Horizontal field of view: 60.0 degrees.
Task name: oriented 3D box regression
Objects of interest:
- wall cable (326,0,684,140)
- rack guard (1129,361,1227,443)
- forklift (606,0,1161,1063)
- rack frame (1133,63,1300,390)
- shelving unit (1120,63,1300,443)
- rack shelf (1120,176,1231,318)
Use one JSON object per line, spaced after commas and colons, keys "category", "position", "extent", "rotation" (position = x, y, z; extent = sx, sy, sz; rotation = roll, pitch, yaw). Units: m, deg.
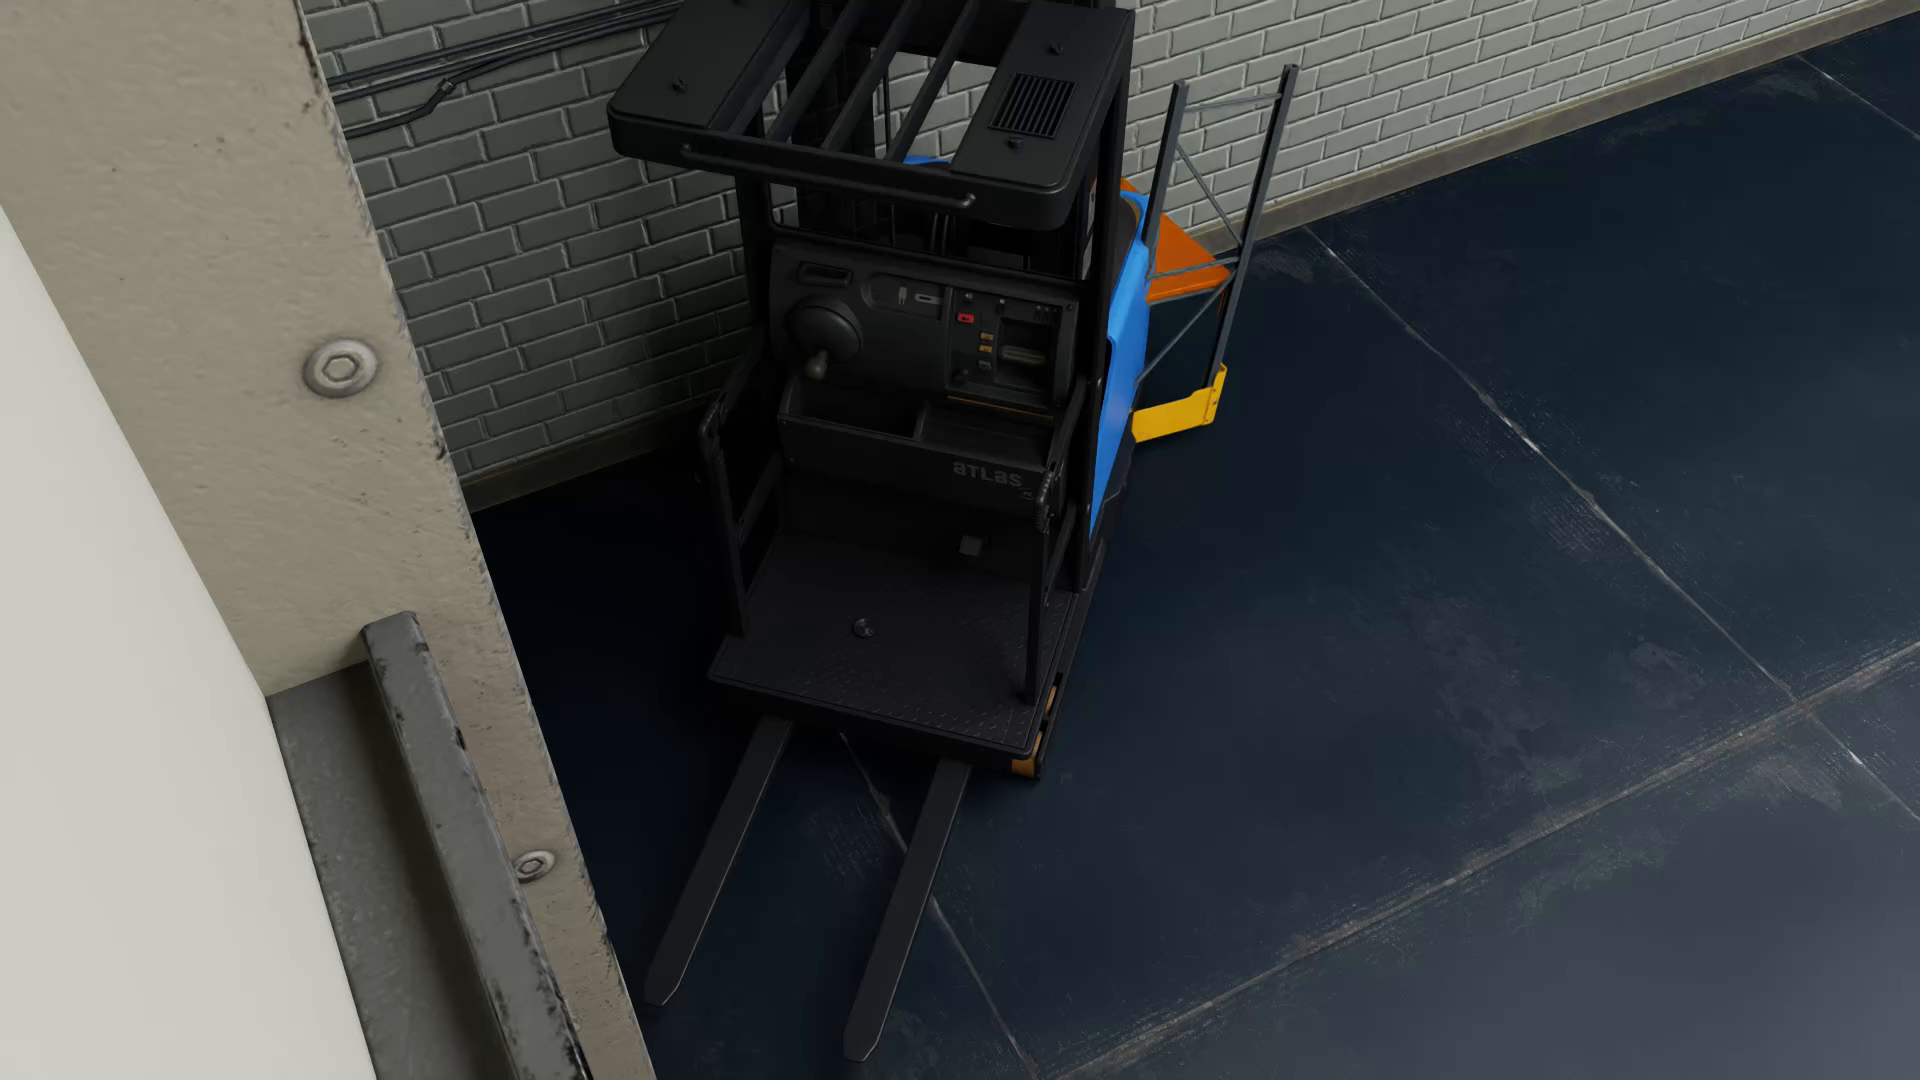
{"category": "wall cable", "position": [-1.083, -2.330, 4.370], "extent": [3.097, 2.526, 0.112], "rotation": [-21, 52, -18]}
{"category": "rack guard", "position": [0.746, -0.512, 6.365], "extent": [0.587, 0.250, 0.087], "rotation": [-16, 47, -26]}
{"category": "forklift", "position": [-0.173, -0.514, 4.750], "extent": [1.130, 2.935, 3.031], "rotation": [12, 50, 11]}
{"category": "rack frame", "position": [0.827, -0.966, 5.943], "extent": [0.500, 1.500, 0.032], "rotation": [-16, 47, -26]}
{"category": "shelving unit", "position": [0.574, -1.285, 6.263], "extent": [0.587, 1.500, 1.083], "rotation": [-16, 47, -26]}
{"category": "rack shelf", "position": [0.558, -1.145, 6.376], "extent": [0.538, 0.185, 1.000], "rotation": [-16, 47, -26]}
